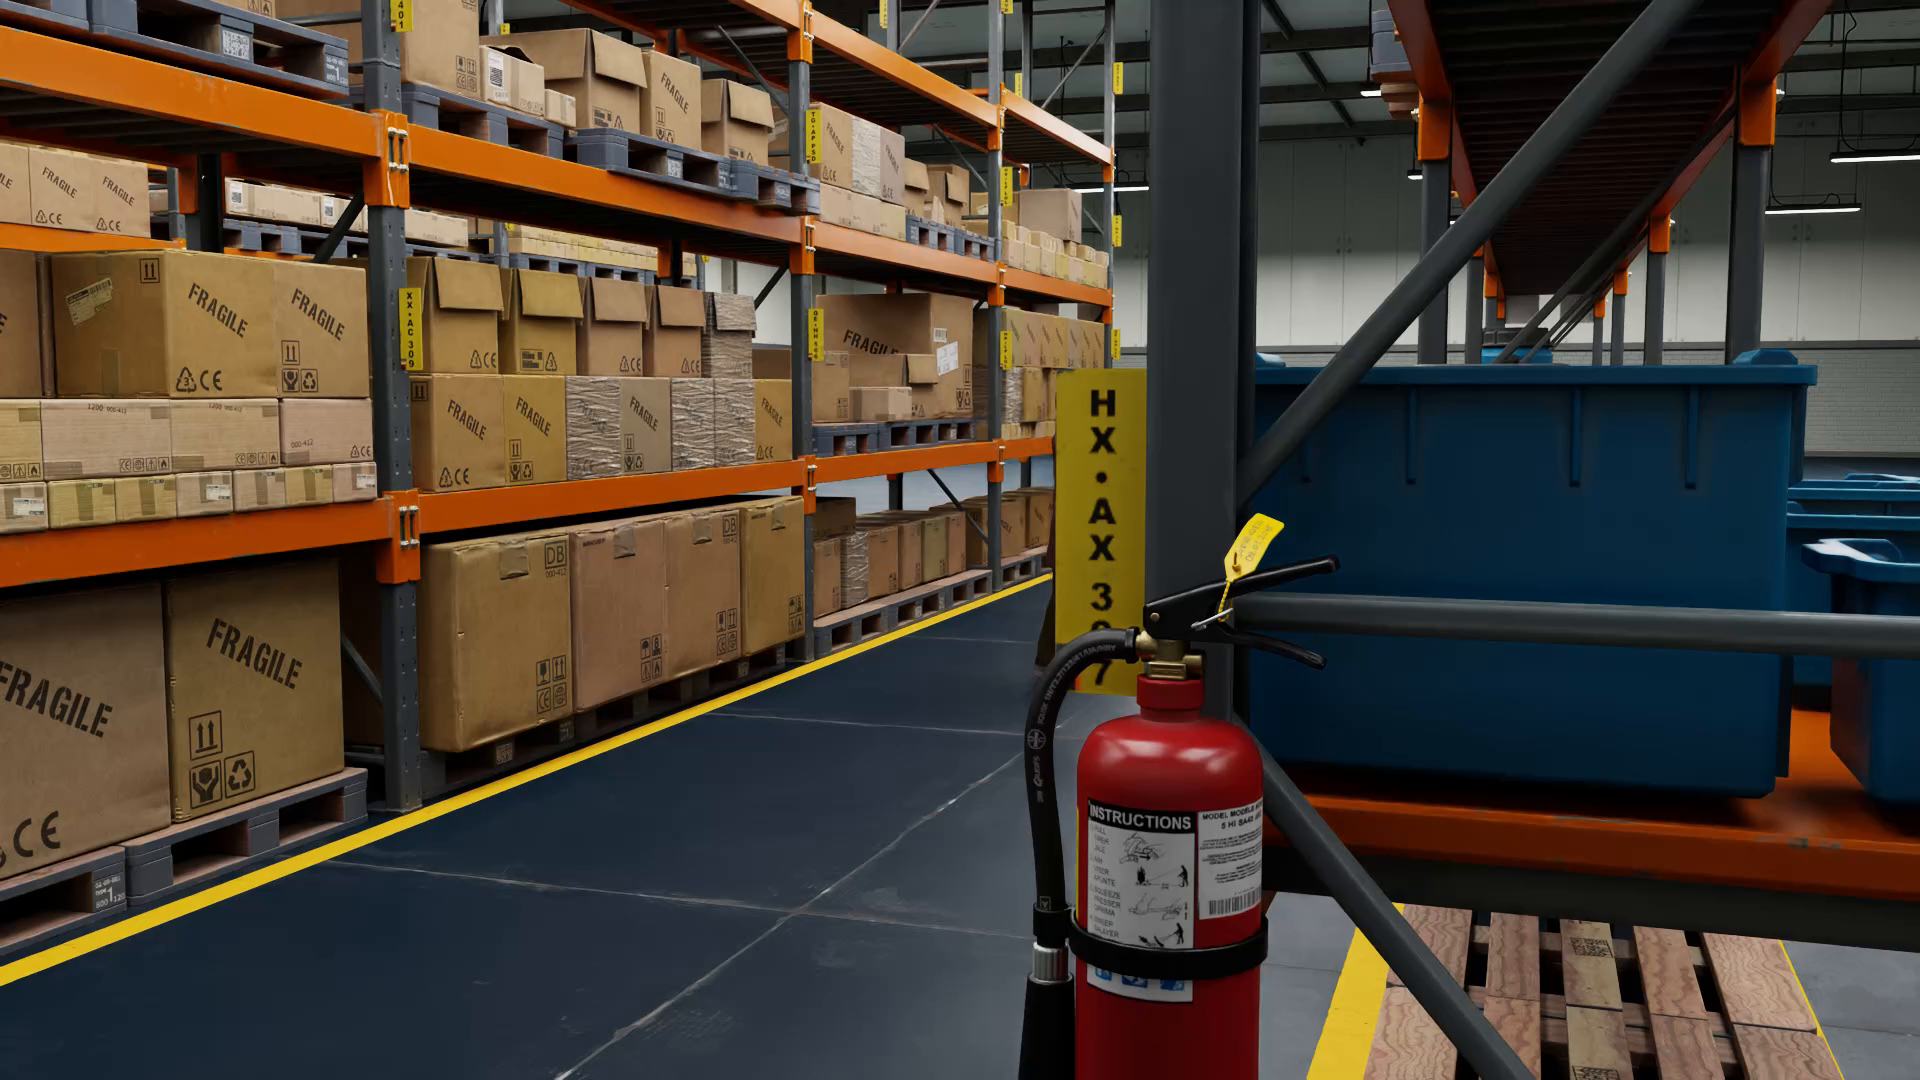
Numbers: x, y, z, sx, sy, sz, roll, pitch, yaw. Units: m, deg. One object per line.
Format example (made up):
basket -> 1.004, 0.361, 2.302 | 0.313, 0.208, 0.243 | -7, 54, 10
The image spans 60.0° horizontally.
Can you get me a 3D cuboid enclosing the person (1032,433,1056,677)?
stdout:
person -> 0.799, -0.047, 9.812 | 0.742, 1.773, 0.614 | 1, 5, 11
